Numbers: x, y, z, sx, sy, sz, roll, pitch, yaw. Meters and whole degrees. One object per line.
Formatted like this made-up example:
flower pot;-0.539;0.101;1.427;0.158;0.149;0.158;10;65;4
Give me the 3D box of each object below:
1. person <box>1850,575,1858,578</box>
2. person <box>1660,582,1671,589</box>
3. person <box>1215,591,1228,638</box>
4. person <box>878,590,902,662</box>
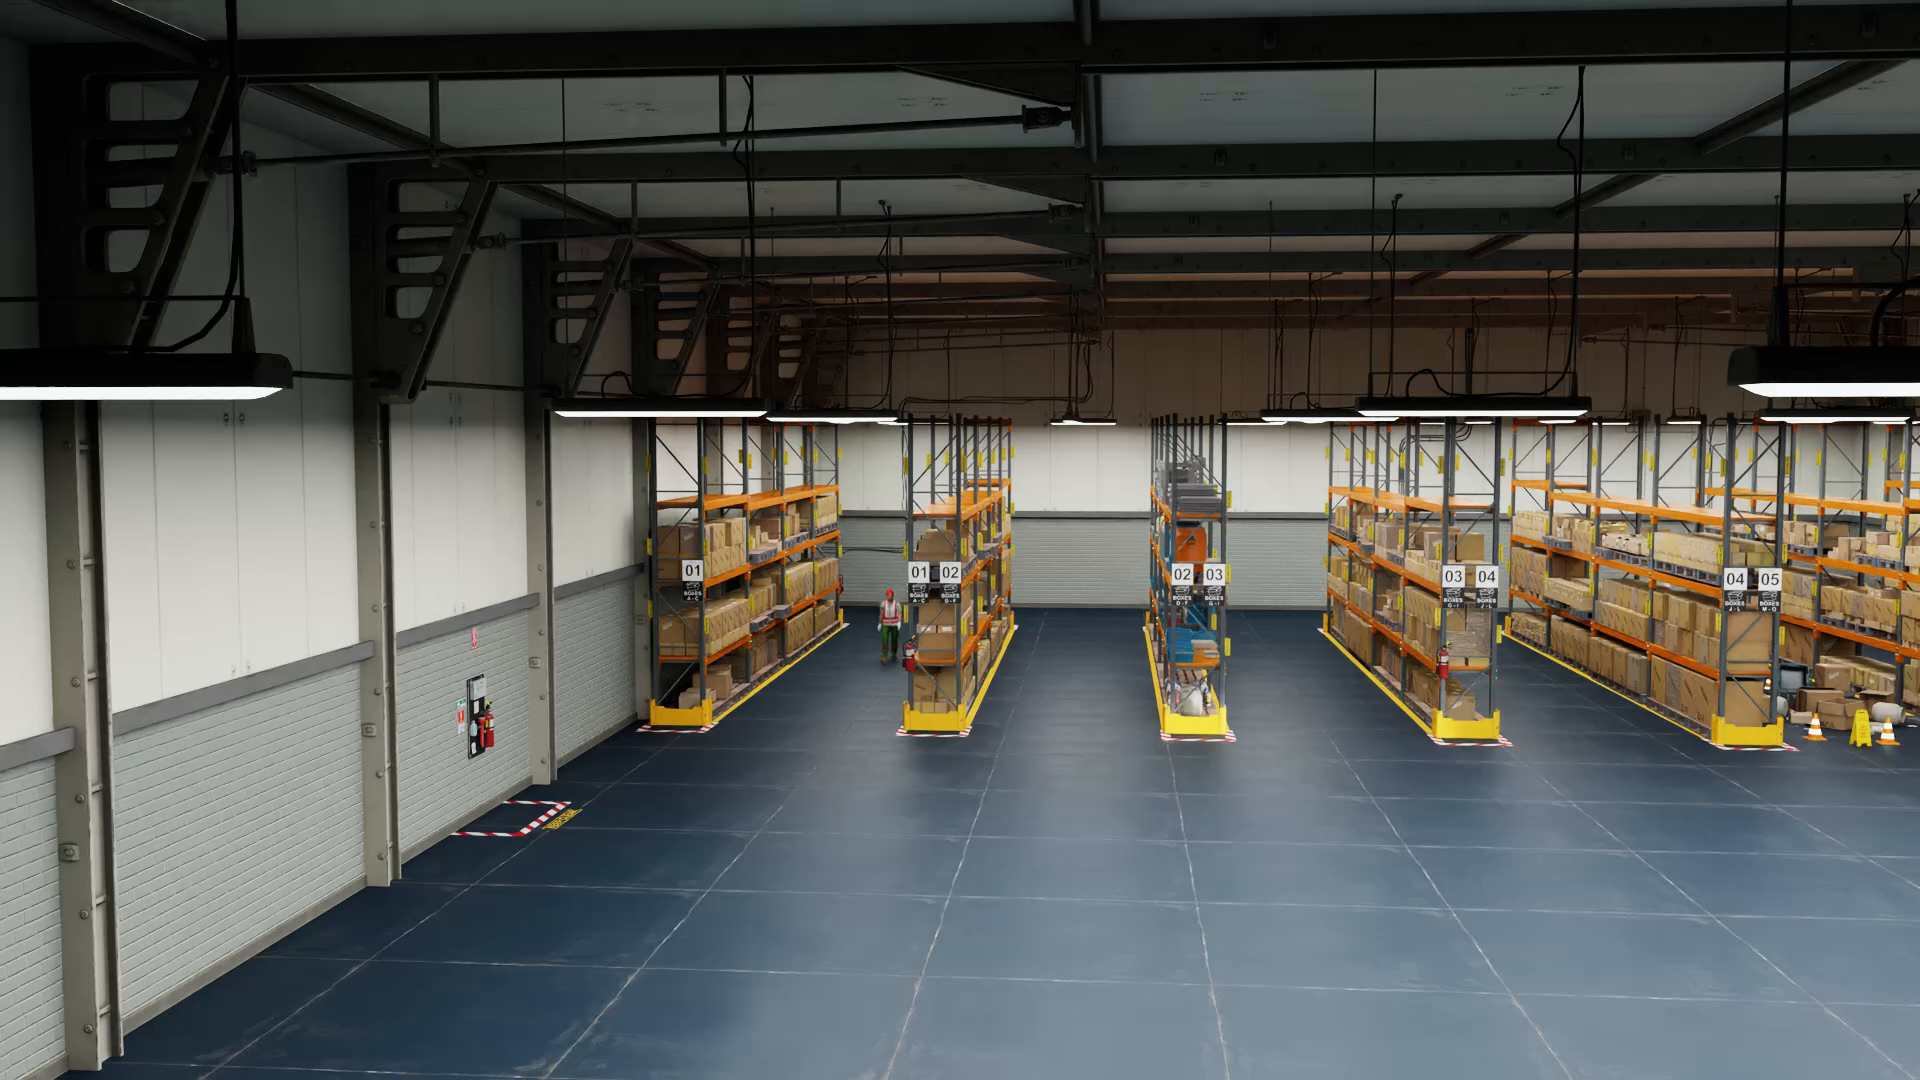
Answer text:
person;24.996;1.772;46.459;1.023;1.629;0.492;0;4;0
person;18.200;1.942;42.832;0.575;1.778;0.436;-2;4;-28
person;6.958;1.909;44.518;0.464;1.591;0.984;0;4;-5
person;-1.731;2.082;40.777;0.605;1.720;1.050;0;4;0
